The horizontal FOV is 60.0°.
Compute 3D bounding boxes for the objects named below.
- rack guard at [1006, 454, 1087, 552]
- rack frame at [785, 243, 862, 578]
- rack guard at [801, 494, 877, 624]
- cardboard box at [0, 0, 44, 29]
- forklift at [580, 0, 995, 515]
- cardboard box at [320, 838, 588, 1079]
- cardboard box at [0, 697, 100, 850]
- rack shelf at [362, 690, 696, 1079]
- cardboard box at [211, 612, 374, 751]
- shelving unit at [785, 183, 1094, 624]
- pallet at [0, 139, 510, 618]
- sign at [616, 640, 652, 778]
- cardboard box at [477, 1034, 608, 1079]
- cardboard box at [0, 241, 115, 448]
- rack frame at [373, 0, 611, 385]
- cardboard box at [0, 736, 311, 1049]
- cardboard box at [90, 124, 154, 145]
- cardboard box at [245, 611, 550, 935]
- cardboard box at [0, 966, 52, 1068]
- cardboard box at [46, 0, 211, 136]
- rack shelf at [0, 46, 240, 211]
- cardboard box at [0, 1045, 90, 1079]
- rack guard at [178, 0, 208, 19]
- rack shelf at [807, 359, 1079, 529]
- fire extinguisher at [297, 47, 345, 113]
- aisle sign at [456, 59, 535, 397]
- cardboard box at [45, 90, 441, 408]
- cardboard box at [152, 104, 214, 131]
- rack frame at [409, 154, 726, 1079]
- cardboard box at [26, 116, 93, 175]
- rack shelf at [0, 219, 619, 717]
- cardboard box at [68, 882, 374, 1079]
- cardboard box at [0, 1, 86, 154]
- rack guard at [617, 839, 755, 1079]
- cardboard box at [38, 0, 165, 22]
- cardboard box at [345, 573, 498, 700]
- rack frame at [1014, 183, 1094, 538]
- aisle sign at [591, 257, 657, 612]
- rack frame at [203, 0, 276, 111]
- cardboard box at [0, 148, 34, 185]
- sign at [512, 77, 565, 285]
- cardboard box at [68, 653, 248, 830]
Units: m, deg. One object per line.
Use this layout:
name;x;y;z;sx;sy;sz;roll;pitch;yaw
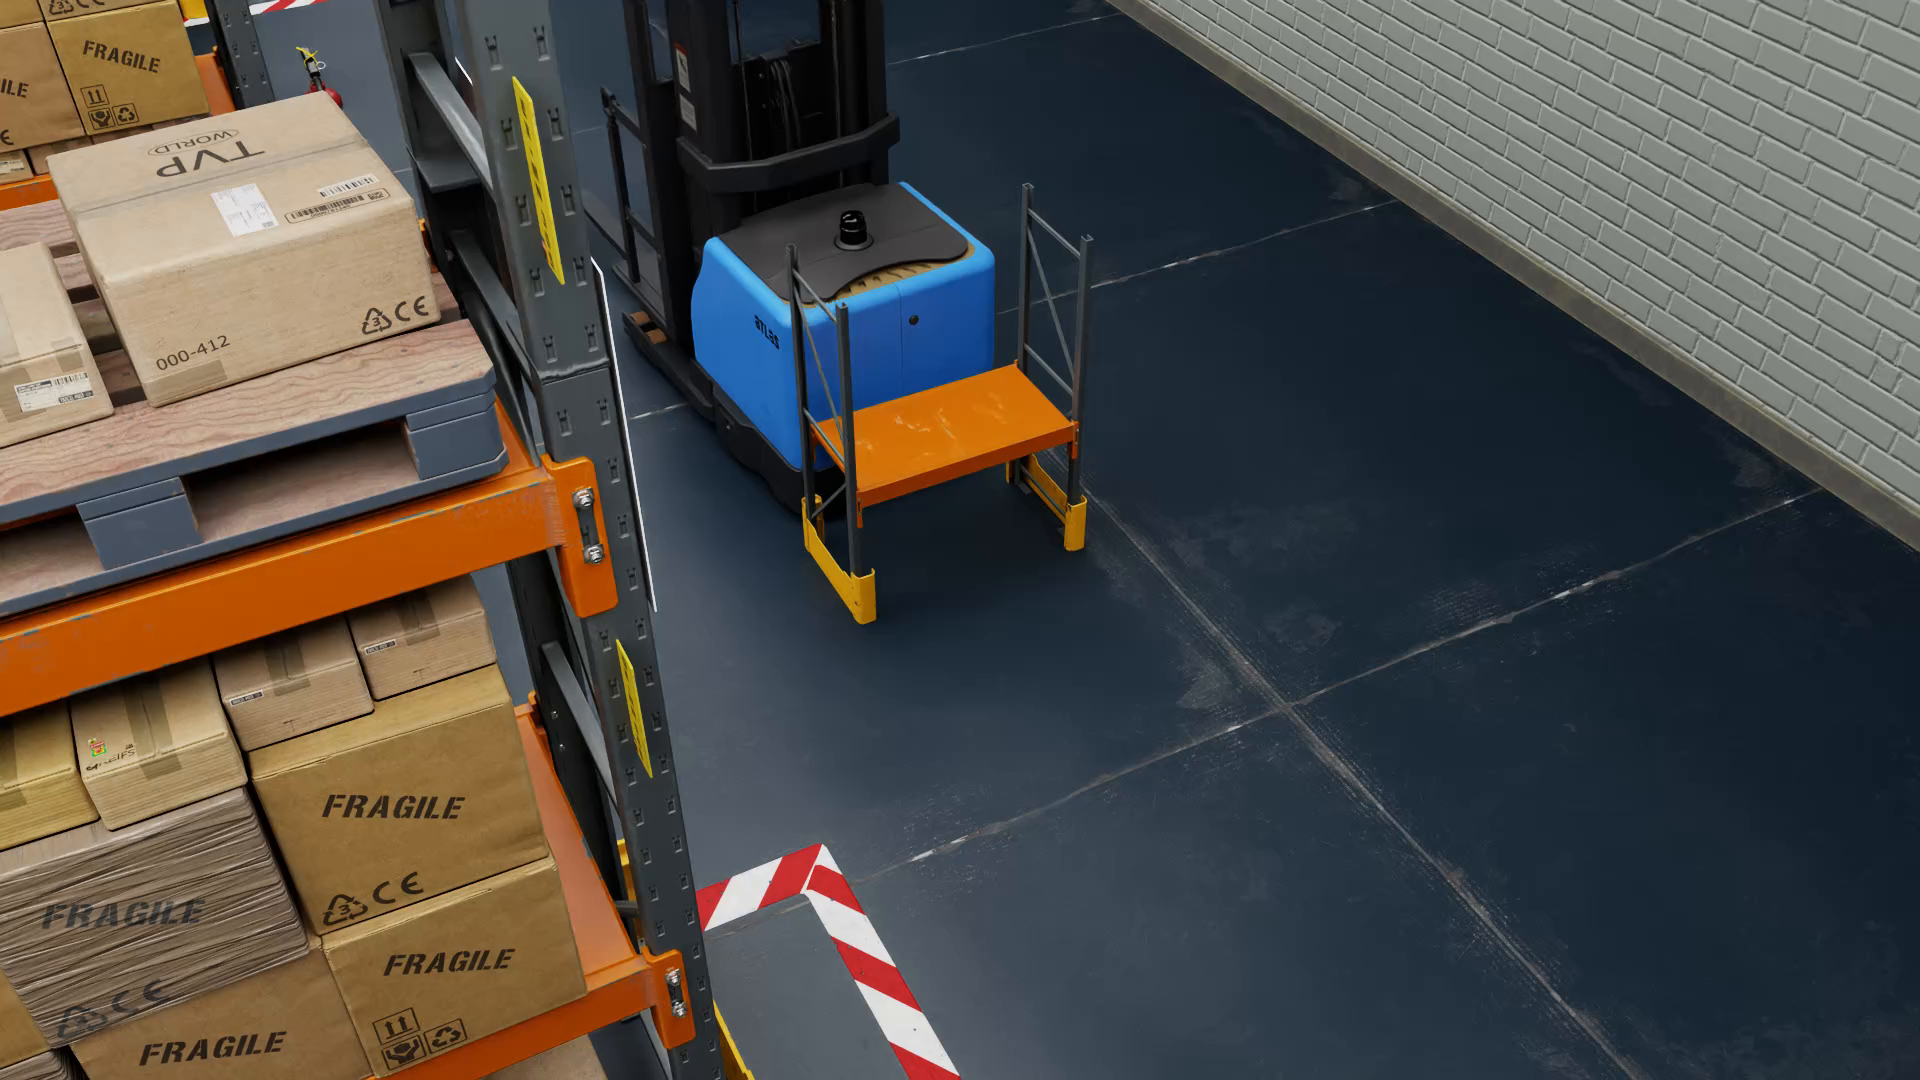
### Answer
rack guard;0.374;-0.221;7.318;0.087;0.250;0.587;-19;44;-21
rack frame;-0.527;-0.395;6.556;0.032;1.500;0.500;-19;44;-21
rack guard;-0.509;0.076;6.967;0.087;0.250;0.587;-19;44;-21
cardboard box;-4.028;-2.342;6.614;0.500;0.500;0.500;-20;44;-22
forklift;-1.043;-2.149;7.520;1.130;2.935;3.031;-22;45;-24
cardboard box;-1.217;0.825;3.877;0.500;0.500;0.500;-18;44;-20
cardboard box;-1.784;0.388;3.116;0.250;0.149;0.380;-18;43;-20
rack shelf;-2.685;1.439;3.785;4.000;0.370;1.077;-19;44;-21
cardboard box;-1.351;0.211;3.325;0.250;0.149;0.380;-18;43;-20
shelving unit;-0.068;-0.550;6.739;1.083;1.500;0.587;-19;44;-21
pallet;-1.565;-0.316;3.049;1.213;0.211;1.003;-19;44;-21
sign;-0.673;0.350;3.435;0.005;0.325;0.100;-19;44;-21
cardboard box;-1.451;1.639;4.650;0.875;0.438;0.875;-20;44;-22
cardboard box;-1.604;-0.323;2.781;0.250;0.149;0.380;-22;45;-24
rack frame;-0.912;-1.722;2.320;0.127;3.000;1.000;-19;44;-21
cardboard box;-1.679;0.601;3.367;0.500;0.500;0.500;-18;44;-20
cardboard box;-3.684;-1.831;7.286;0.250;0.149;0.380;-19;44;-21
cardboard box;-1.229;0.428;3.572;0.500;0.500;0.500;-17;43;-19
cardboard box;-2.119;0.746;3.195;0.500;0.500;0.500;-19;44;-21
cardboard box;-3.567;-2.109;7.112;0.500;0.500;0.500;-18;43;-20
rack shelf;-5.062;-1.368;7.101;4.000;0.370;1.077;-19;44;-21
cardboard box;-2.121;1.125;3.522;0.500;0.500;0.500;-17;43;-19
rack guard;-5.468;-4.164;11.783;0.348;0.500;1.175;-19;44;-21
rack shelf;-0.076;-0.410;6.852;1.000;0.185;0.538;-19;44;-21
fire extinguisher;-2.851;-1.878;7.495;0.183;0.674;0.296;-19;44;-21
aisle sign;-0.982;-0.613;3.640;0.004;0.787;0.394;-19;44;-21
cardboard box;-1.269;-0.533;2.950;0.500;0.250;0.500;-23;45;-24
cardboard box;-3.446;-1.884;7.348;0.250;0.149;0.380;-19;44;-21
rack frame;-0.912;0.567;4.258;0.127;3.000;1.000;-19;44;-21
cardboard box;-3.900;-1.748;7.187;0.250;0.149;0.380;-19;44;-21
rack shelf;-2.685;0.294;2.816;4.000;0.370;1.077;-19;44;-21
cardboard box;-1.669;0.966;3.710;0.500;0.500;0.500;-20;44;-22
cardboard box;-4.027;-1.958;6.934;0.500;0.500;0.500;-19;44;-21
rack guard;-0.890;1.514;5.074;0.348;0.500;1.175;-19;44;-21
cardboard box;-3.579;-2.493;6.792;0.500;0.500;0.500;-19;44;-22
cardboard box;-1.137;0.122;3.431;0.250;0.149;0.380;-18;43;-20
rack frame;0.375;-0.699;6.915;0.032;1.500;0.500;-19;44;-21
aisle sign;-0.705;-0.269;3.234;0.004;0.787;0.394;-19;44;-21
rack frame;-3.288;-2.239;7.573;0.127;3.000;1.000;-19;44;-21
cardboard box;-4.115;-1.658;7.082;0.250;0.149;0.380;-17;43;-20
sign;-0.673;-0.570;2.656;0.005;0.325;0.100;-19;44;-21
cardboard box;-1.541;0.337;3.177;0.250;0.149;0.380;-19;44;-21
